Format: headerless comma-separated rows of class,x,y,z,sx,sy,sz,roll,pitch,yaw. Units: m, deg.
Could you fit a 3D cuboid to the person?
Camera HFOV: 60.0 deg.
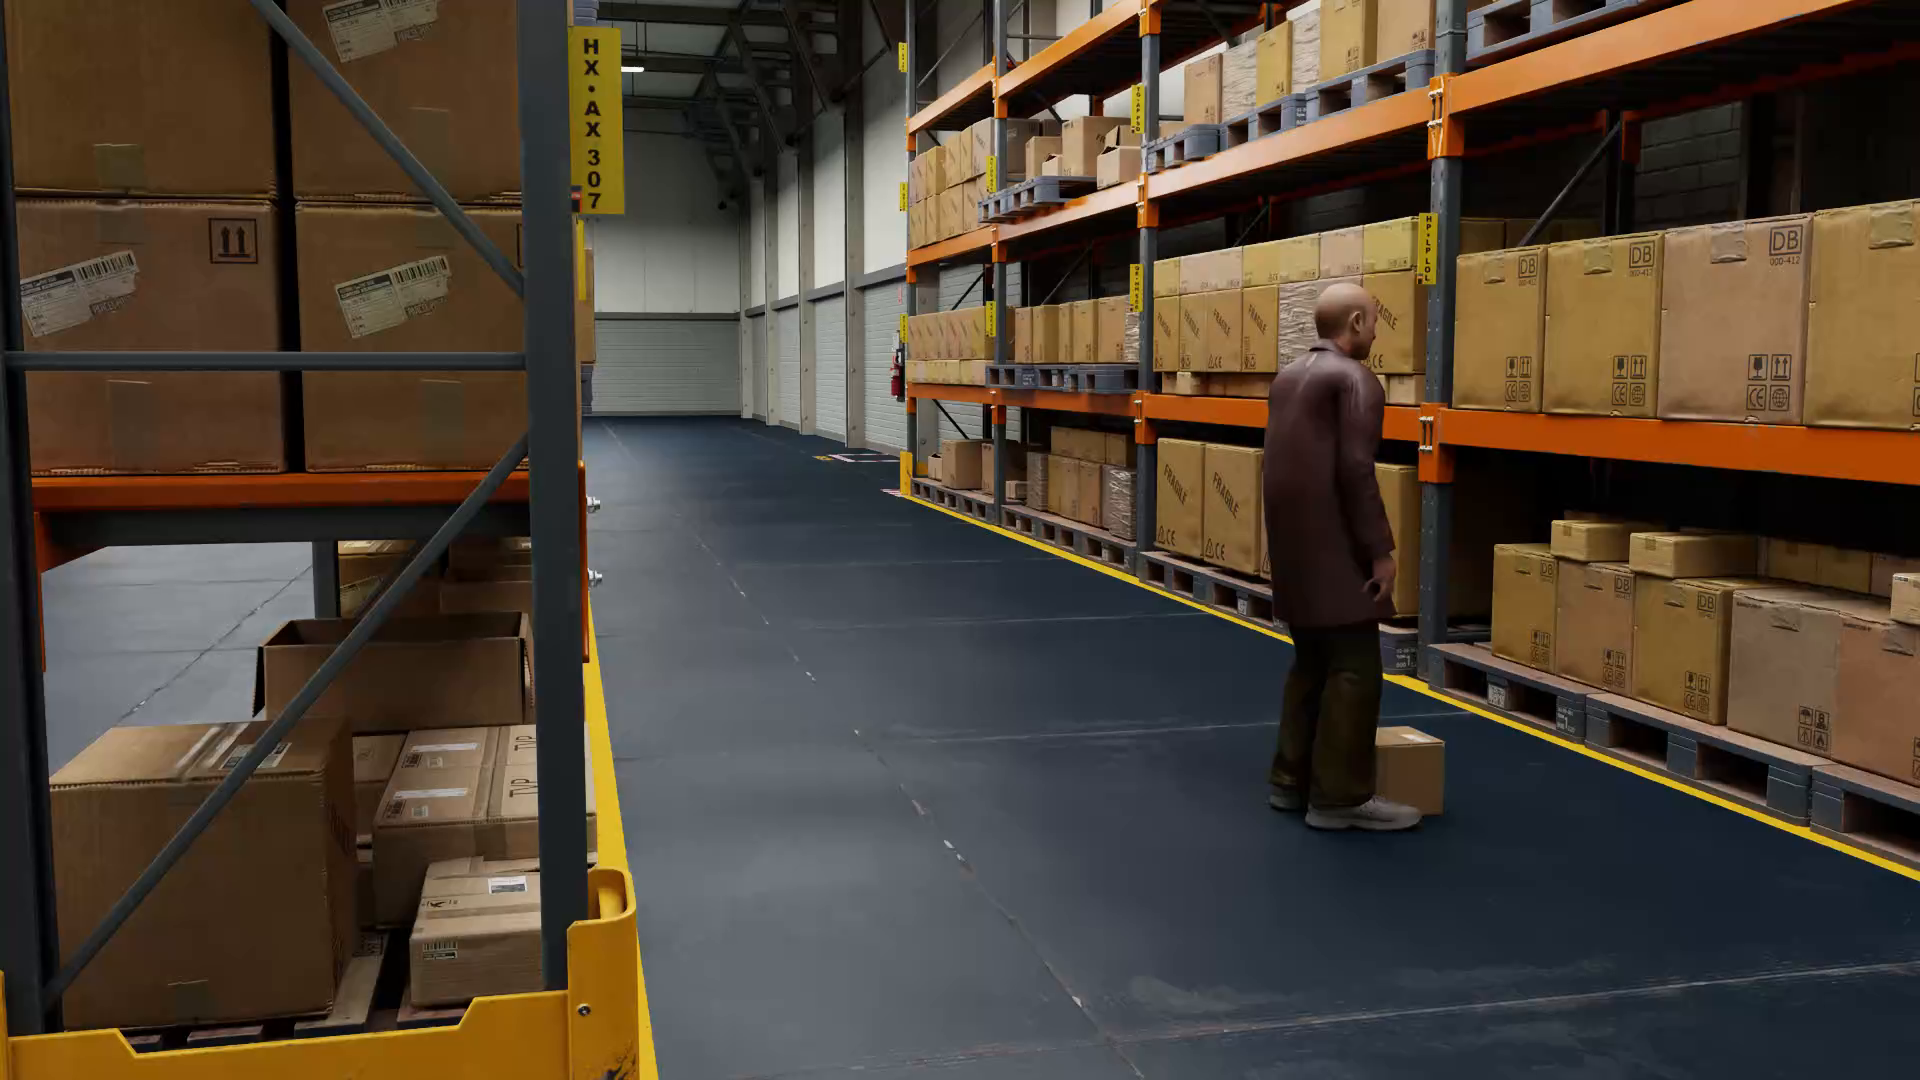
person,1.232,0.037,5.534,0.429,1.772,0.649,-2,6,-17
